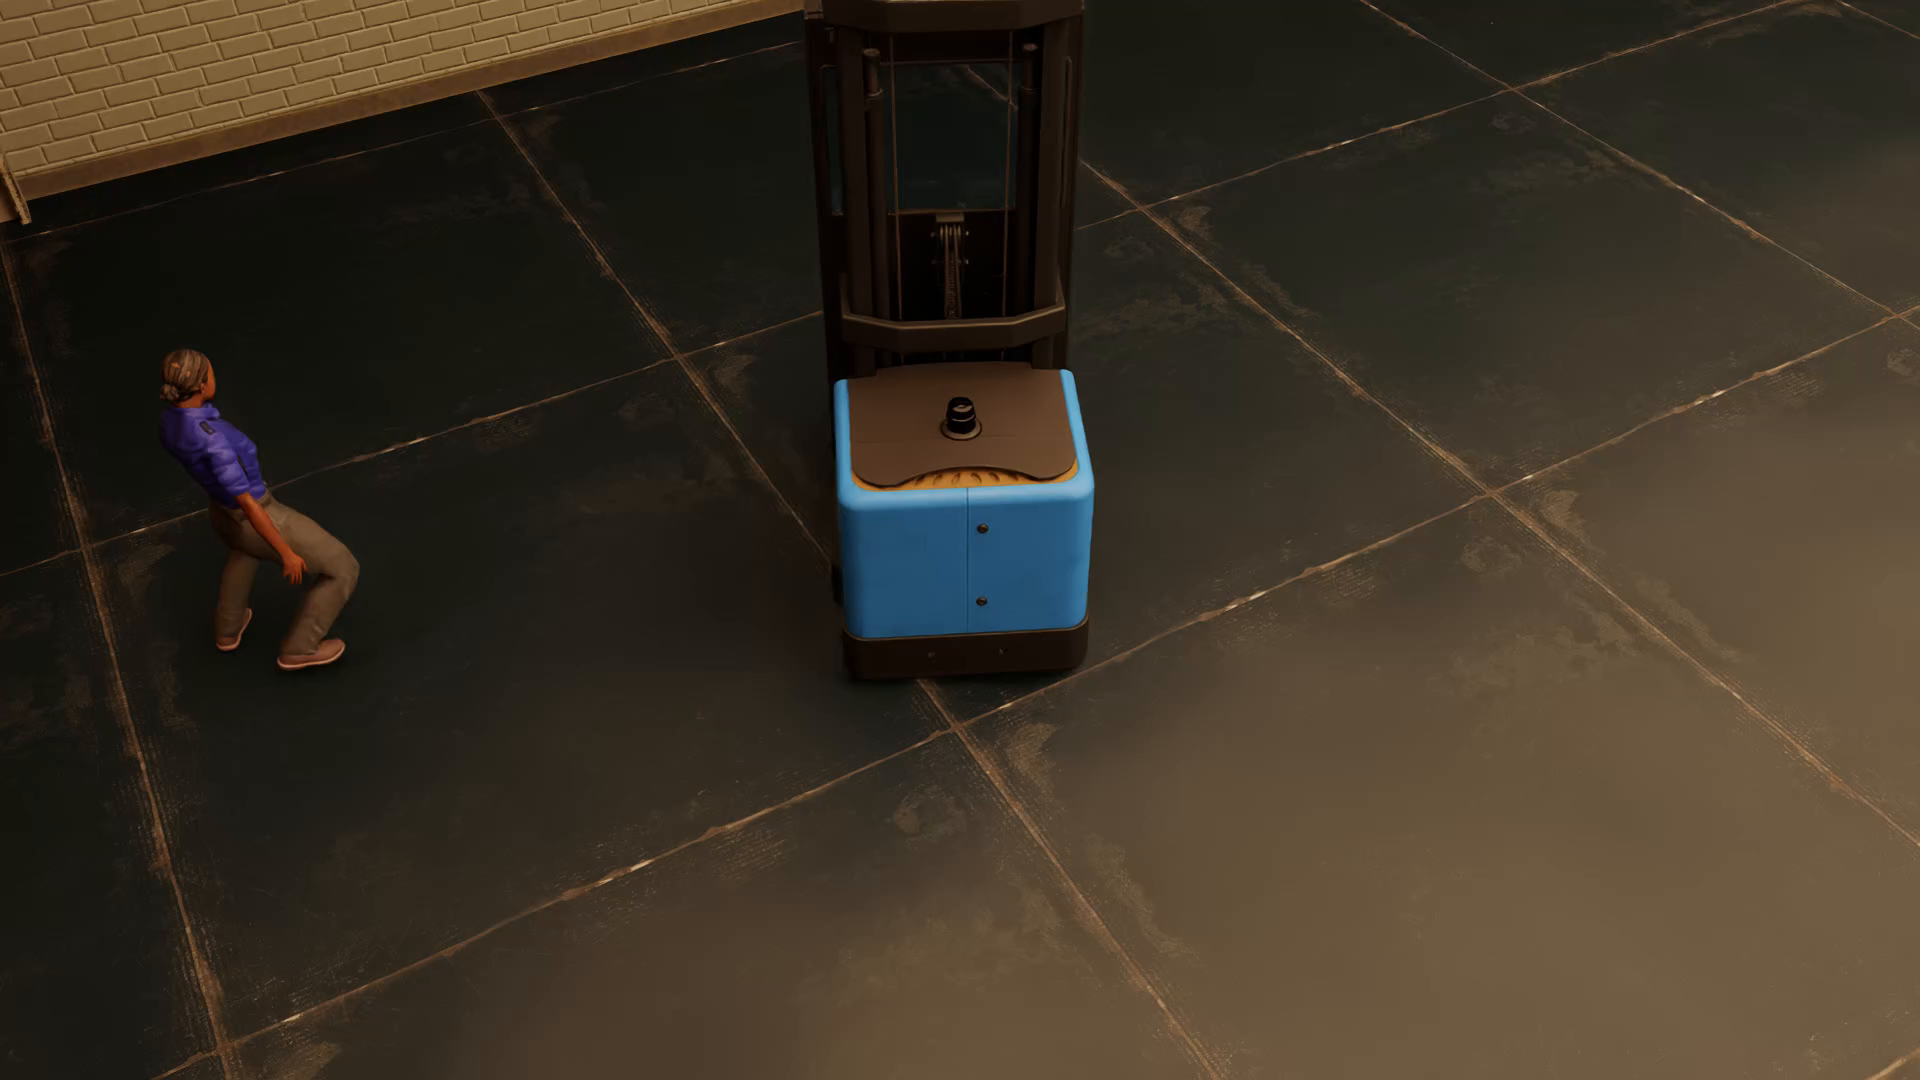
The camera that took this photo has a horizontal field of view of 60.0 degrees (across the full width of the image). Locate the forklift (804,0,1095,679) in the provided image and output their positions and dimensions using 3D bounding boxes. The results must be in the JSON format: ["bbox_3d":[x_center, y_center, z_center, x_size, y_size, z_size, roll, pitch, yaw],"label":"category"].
[{"bbox_3d":[-0.079,-1.474,7.287,1.130,2.935,3.031,-3,43,-3],"label":"forklift"}]

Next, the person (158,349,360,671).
[{"bbox_3d":[-2.931,-0.114,6.847,0.836,1.564,0.539,32,52,30],"label":"person"}]
